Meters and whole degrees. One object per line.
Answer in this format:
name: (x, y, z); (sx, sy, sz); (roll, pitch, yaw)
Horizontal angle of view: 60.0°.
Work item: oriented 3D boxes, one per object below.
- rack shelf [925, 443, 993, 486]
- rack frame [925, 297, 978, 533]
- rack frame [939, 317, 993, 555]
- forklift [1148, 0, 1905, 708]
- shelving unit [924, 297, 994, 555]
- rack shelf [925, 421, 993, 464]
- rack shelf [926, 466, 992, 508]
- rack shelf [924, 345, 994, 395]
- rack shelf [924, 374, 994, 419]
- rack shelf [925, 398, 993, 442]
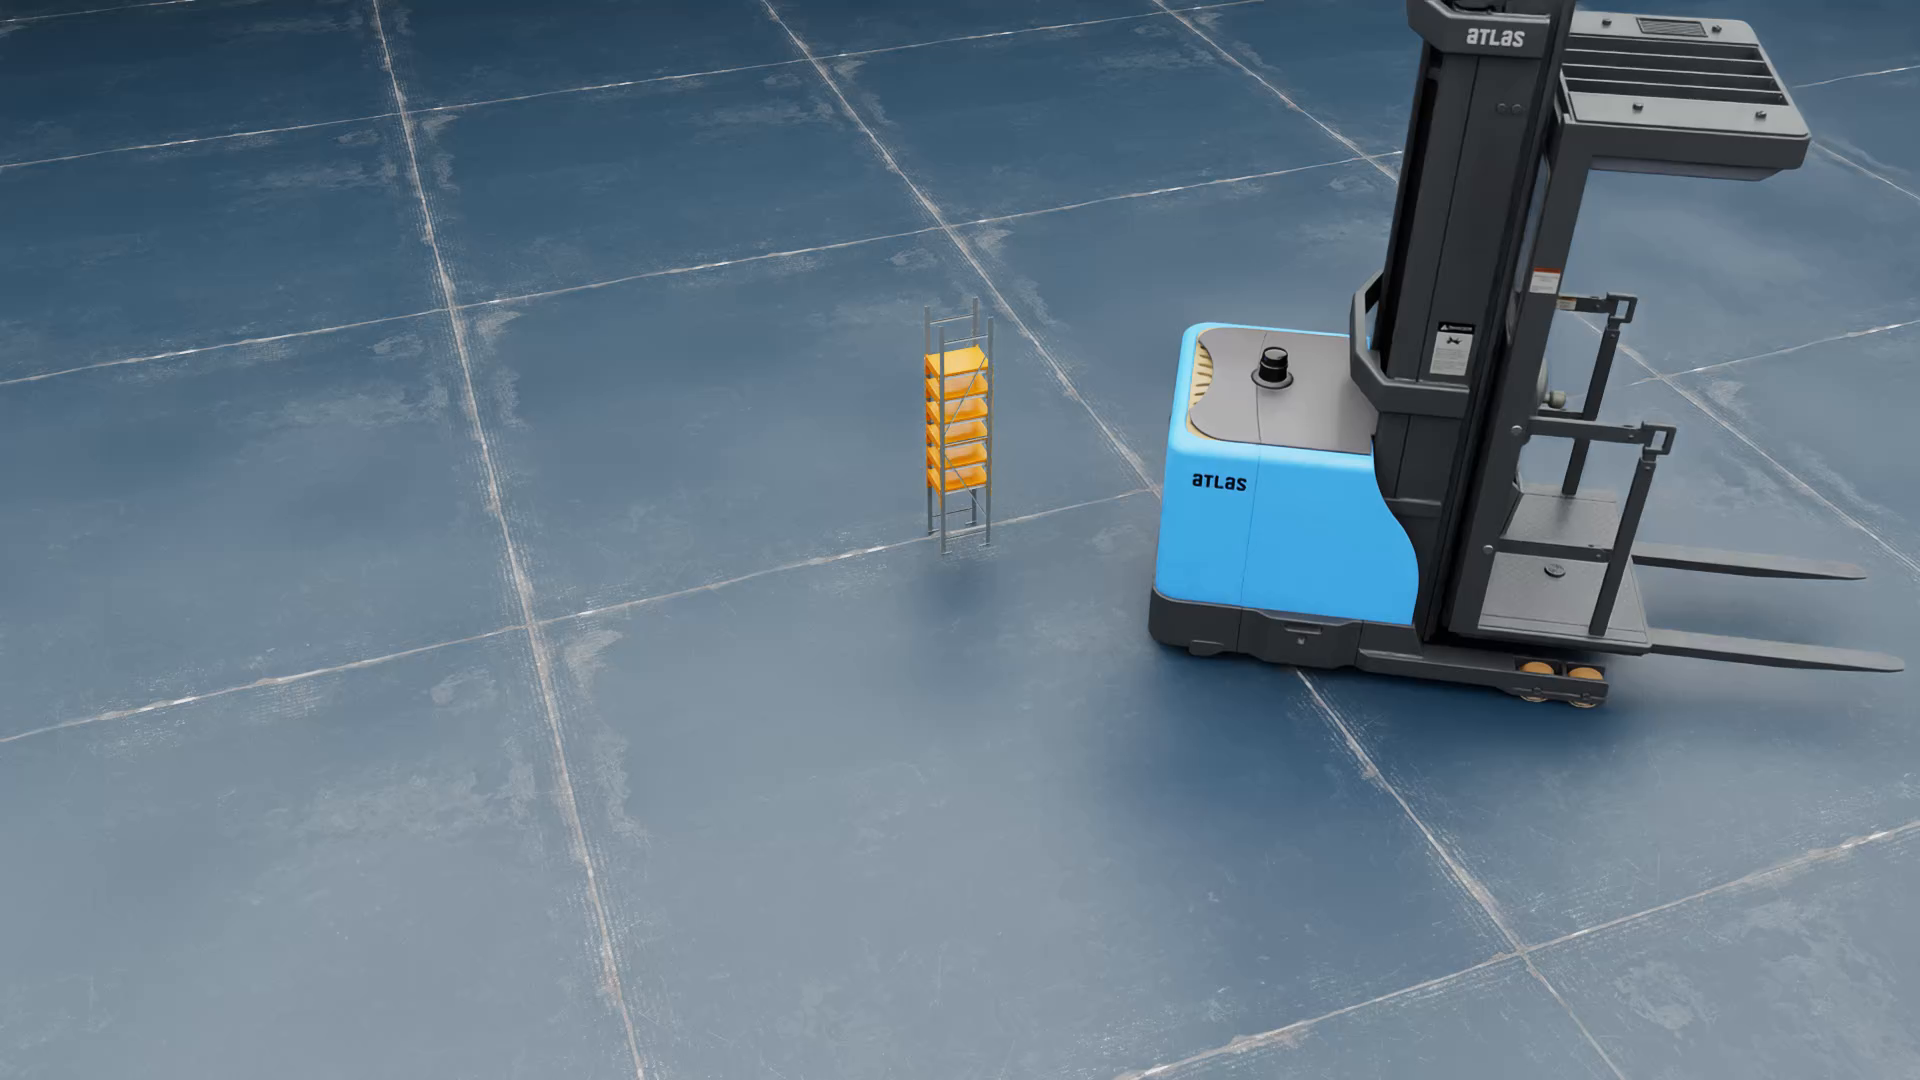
rack shelf: (-0.005, -0.356, 7.499); (0.258, 0.103, 0.180); (-12, 39, -16)
rack frame: (-0.036, -0.539, 7.468); (0.240, 1.200, 0.006); (-12, 39, -16)
rack frame: (0.026, -0.436, 7.331); (0.240, 1.200, 0.006); (-12, 39, -16)
forklift: (2.373, -0.830, 6.416); (3.031, 2.935, 1.130); (6, 37, 8)
shelving unit: (-0.005, -0.487, 7.400); (0.258, 1.200, 0.189); (-12, 39, -16)
rack shelf: (-0.005, -0.452, 7.427); (0.258, 0.103, 0.180); (-12, 39, -16)
rack shelf: (-0.005, -0.260, 7.571); (0.258, 0.103, 0.180); (-12, 39, -16)
rack shelf: (-0.005, -0.739, 7.210); (0.258, 0.103, 0.180); (-12, 39, -16)
rack shelf: (-0.005, -0.644, 7.282); (0.258, 0.103, 0.180); (-12, 39, -16)
rack shelf: (-0.005, -0.548, 7.354); (0.258, 0.103, 0.180); (-12, 39, -16)
